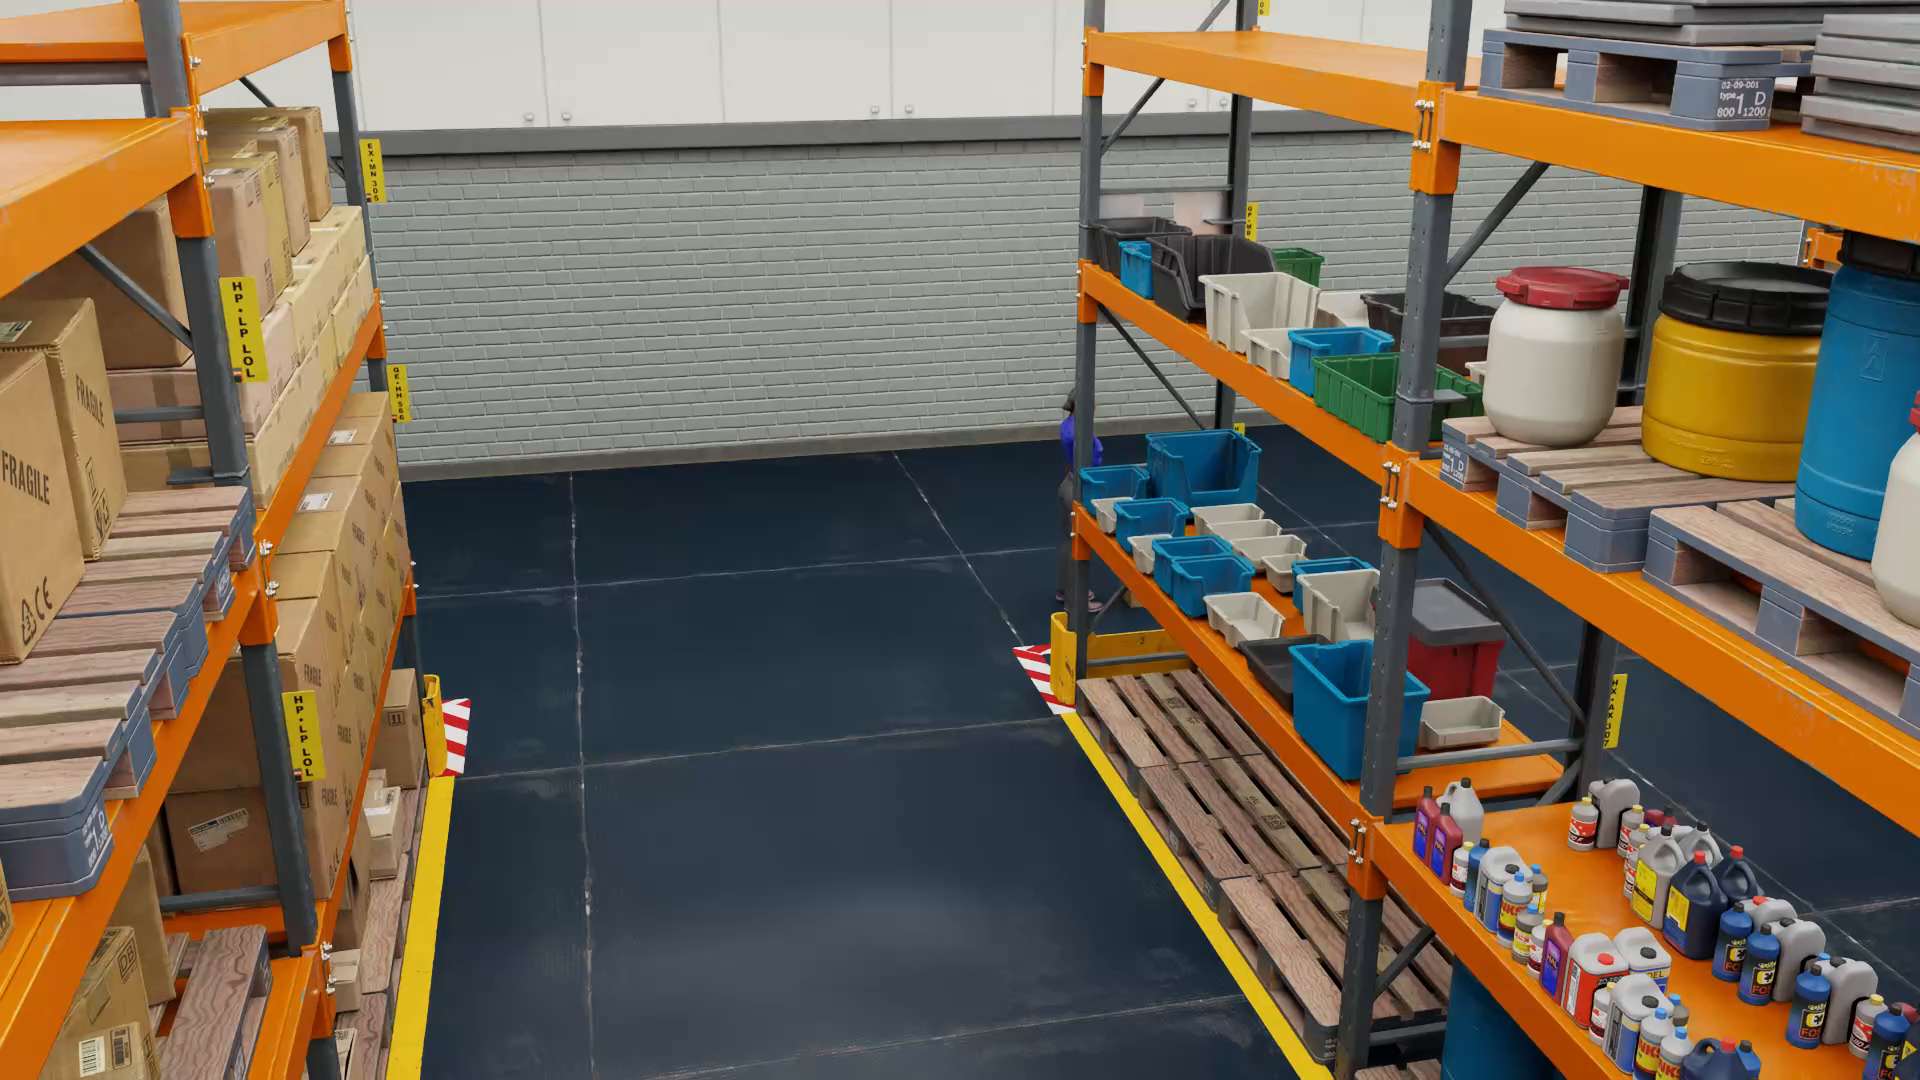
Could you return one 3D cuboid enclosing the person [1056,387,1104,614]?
[{"bbox_3d":[0.865,-0.294,11.918,0.314,1.649,0.436,-4,20,-11],"label":"person"}]
